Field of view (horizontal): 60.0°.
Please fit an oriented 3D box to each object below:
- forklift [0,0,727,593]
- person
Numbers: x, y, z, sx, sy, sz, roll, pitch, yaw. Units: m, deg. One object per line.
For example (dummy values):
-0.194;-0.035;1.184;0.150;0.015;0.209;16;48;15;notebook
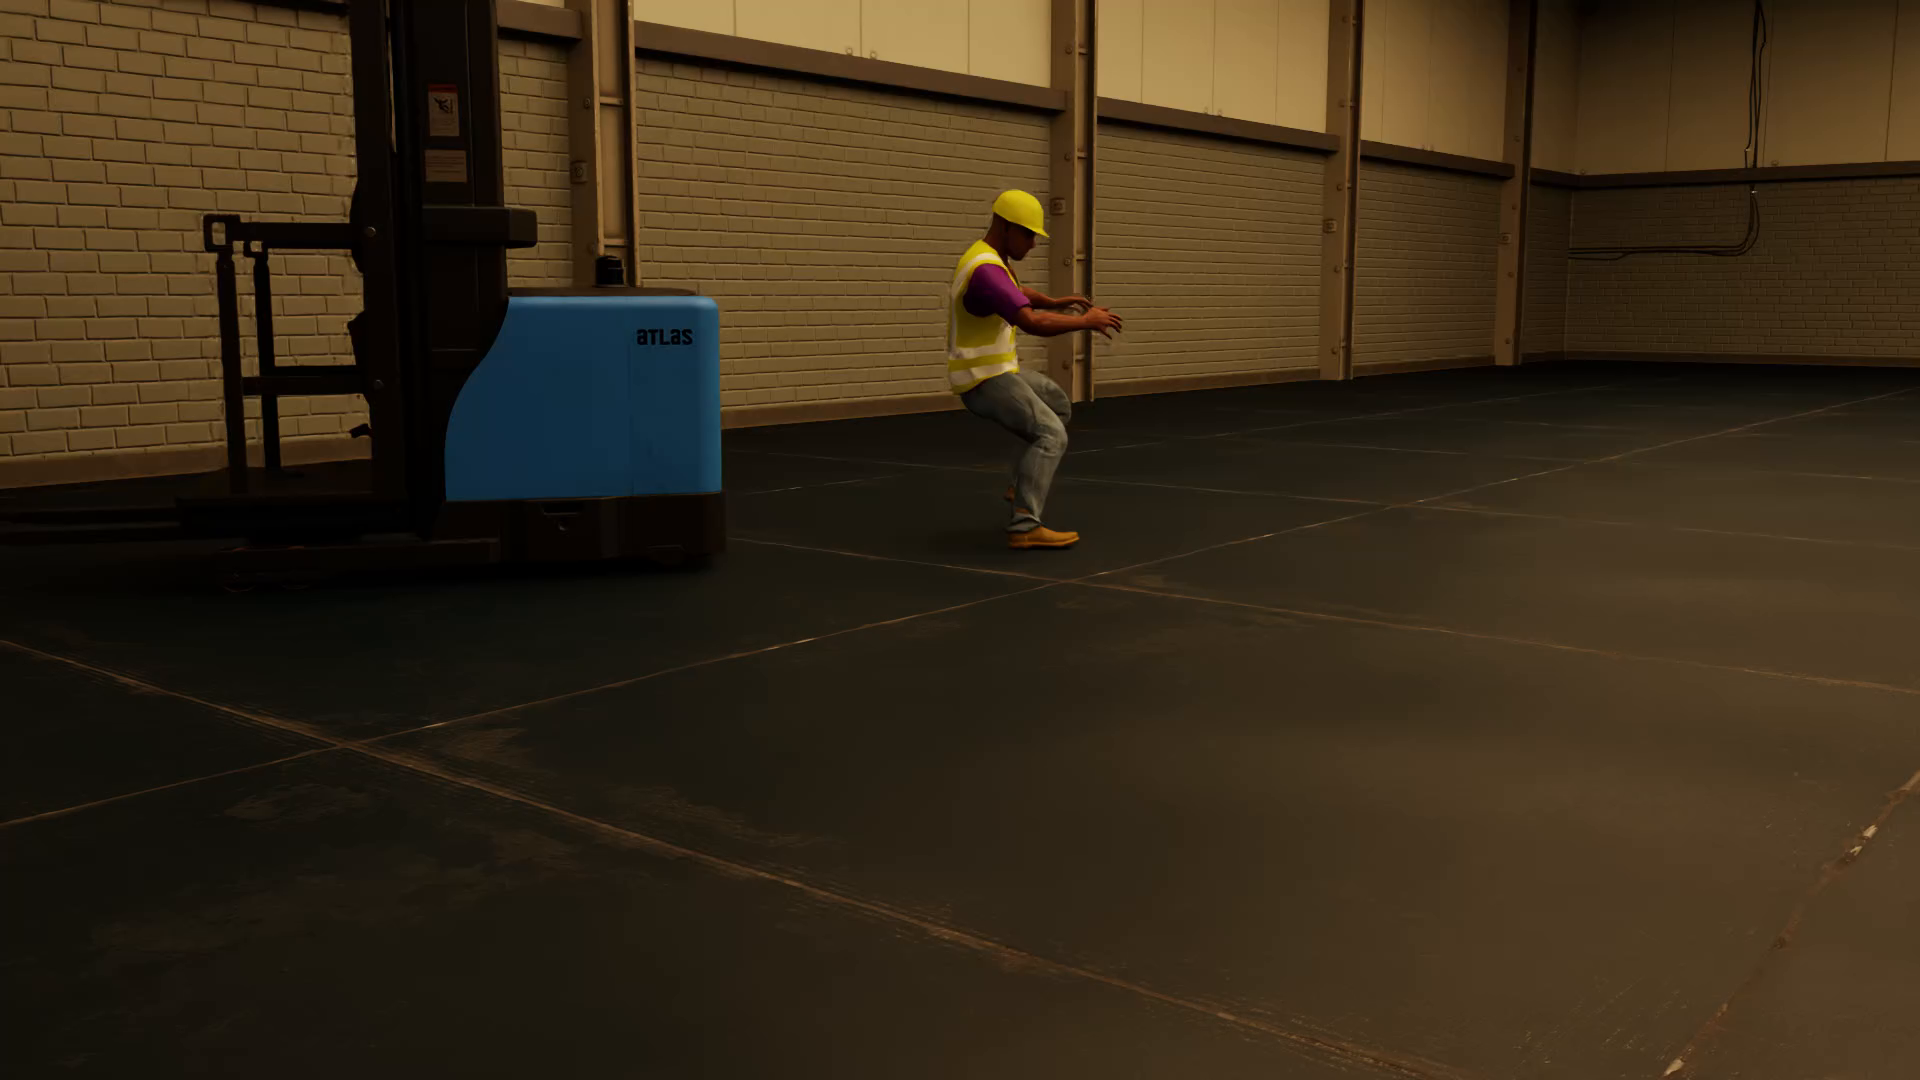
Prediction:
-2.507;-1.342;6.451;3.031;2.935;1.130;-2;9;-15;forklift
0.340;-0.788;7.497;0.786;1.539;1.026;1;8;6;person
